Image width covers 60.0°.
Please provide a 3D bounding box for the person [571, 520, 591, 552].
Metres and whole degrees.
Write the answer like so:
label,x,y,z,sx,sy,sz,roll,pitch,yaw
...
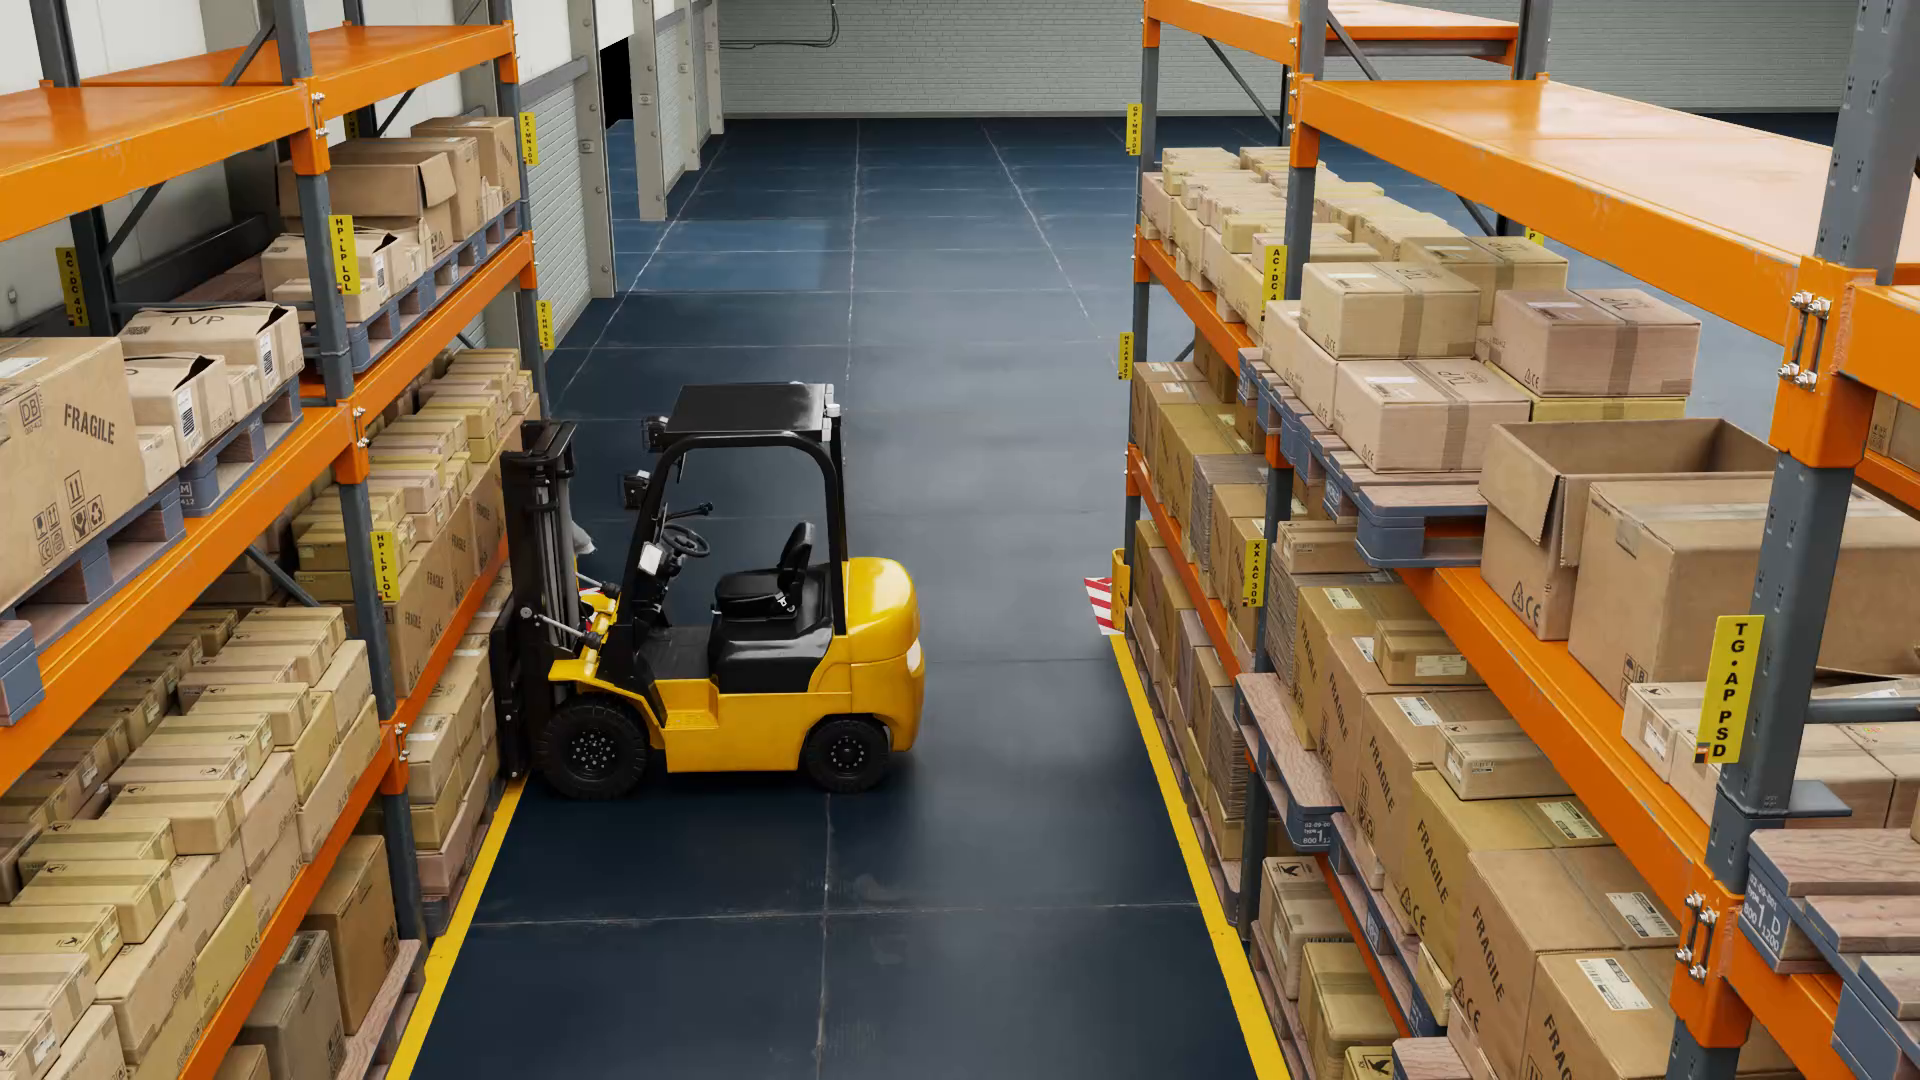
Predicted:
label,x,y,z,sx,sy,sz,roll,pitch,yaw
person,-3.323,-0.592,12.613,0.921,1.553,0.468,-1,21,-4
